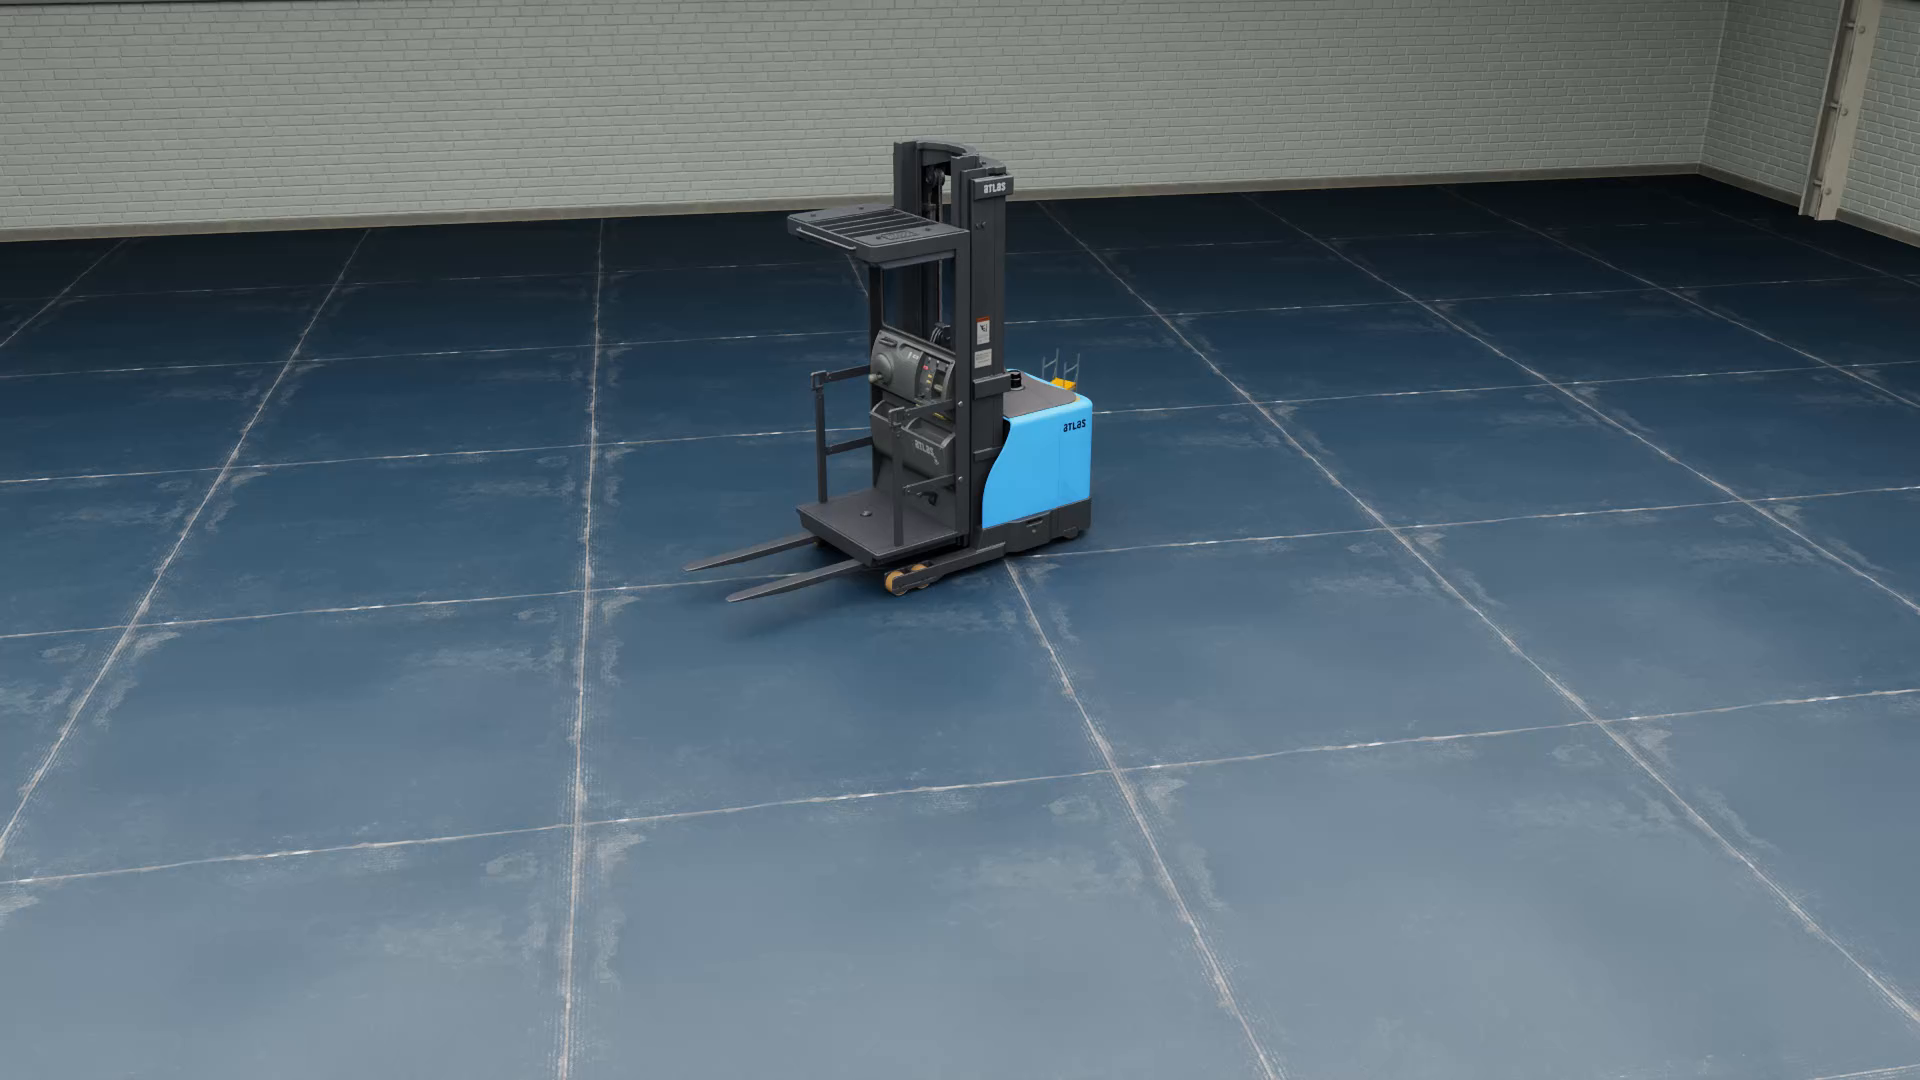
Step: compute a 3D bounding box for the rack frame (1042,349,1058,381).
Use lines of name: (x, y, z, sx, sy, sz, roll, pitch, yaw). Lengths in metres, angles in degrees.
rack frame: (0.671, -0.895, 13.007, 0.006, 1.200, 0.240, 17, 30, 26)

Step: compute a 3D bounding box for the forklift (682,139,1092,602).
forklift: (-0.502, -1.196, 11.569, 3.031, 2.935, 1.130, -16, 28, -33)

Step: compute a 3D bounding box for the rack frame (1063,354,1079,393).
rack frame: (0.828, -0.848, 12.927, 0.006, 1.200, 0.240, 17, 30, 26)

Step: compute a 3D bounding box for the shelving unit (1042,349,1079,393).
shelving unit: (0.749, -0.871, 12.967, 0.189, 1.200, 0.258, 17, 30, 26)

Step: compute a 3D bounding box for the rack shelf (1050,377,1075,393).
rack shelf: (0.763, -1.153, 12.825, 0.180, 0.103, 0.258, 17, 30, 26)

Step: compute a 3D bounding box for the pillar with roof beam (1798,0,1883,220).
pillar with roof beam: (7.383, -8.186, 19.992, 9.100, 9.000, 0.400, -4, 24, -10)
